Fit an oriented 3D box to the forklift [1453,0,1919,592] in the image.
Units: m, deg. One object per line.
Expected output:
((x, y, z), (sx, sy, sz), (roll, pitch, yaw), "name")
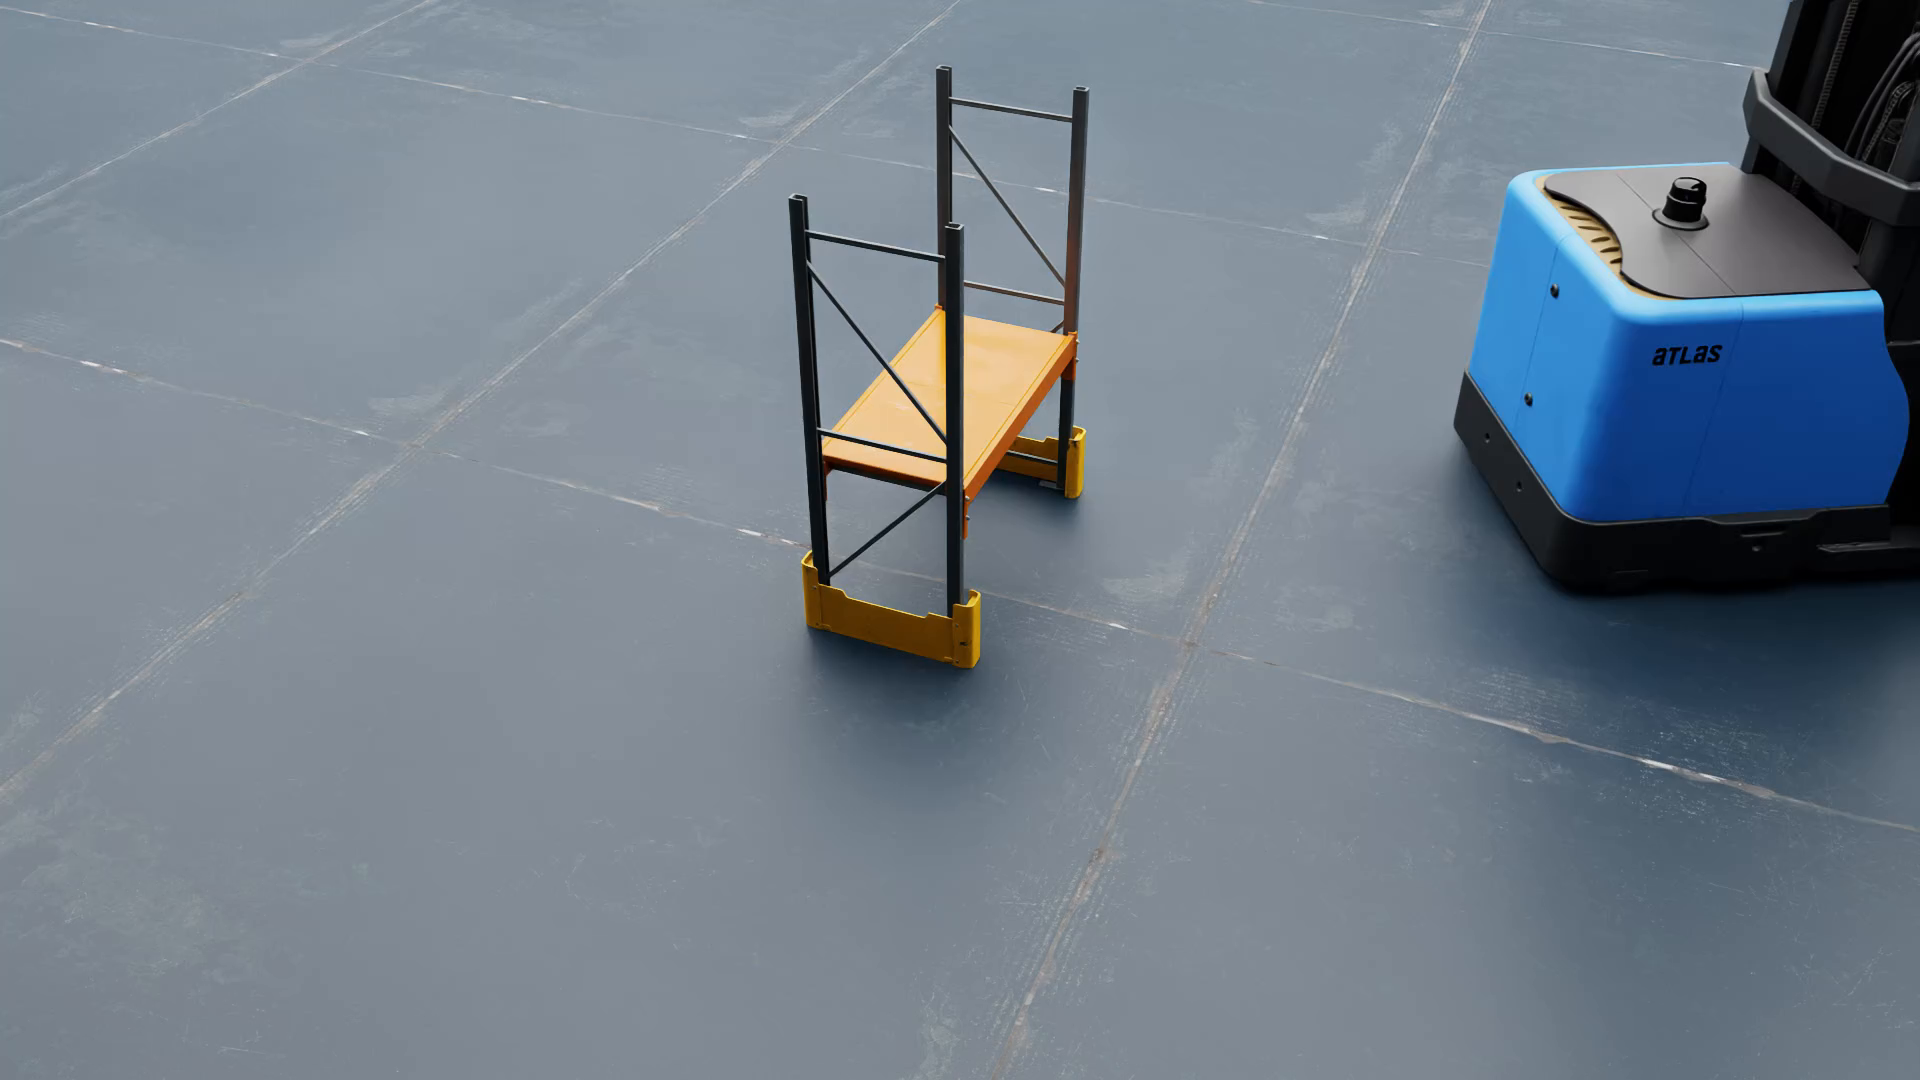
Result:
((3.389, -1.374, 5.141), (3.031, 2.935, 1.130), (-4, 37, -5), "forklift")

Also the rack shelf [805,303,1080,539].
((-0.032, -0.409, 5.345), (0.538, 0.185, 1.000), (14, 39, 18), "rack shelf")

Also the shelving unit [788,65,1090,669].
((-0.029, -0.559, 5.245), (0.587, 1.500, 1.083), (14, 39, 18), "shelving unit")

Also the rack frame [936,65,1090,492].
((0.161, -0.835, 5.614), (0.500, 1.500, 0.032), (14, 39, 18), "rack frame")

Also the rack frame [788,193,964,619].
((-0.226, -0.272, 4.861), (0.500, 1.500, 0.032), (14, 39, 18), "rack frame")

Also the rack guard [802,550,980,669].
((-0.218, 0.218, 5.250), (0.587, 0.250, 0.087), (14, 39, 18), "rack guard")

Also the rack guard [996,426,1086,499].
((0.160, -0.334, 5.988), (0.587, 0.250, 0.087), (14, 39, 18), "rack guard")
